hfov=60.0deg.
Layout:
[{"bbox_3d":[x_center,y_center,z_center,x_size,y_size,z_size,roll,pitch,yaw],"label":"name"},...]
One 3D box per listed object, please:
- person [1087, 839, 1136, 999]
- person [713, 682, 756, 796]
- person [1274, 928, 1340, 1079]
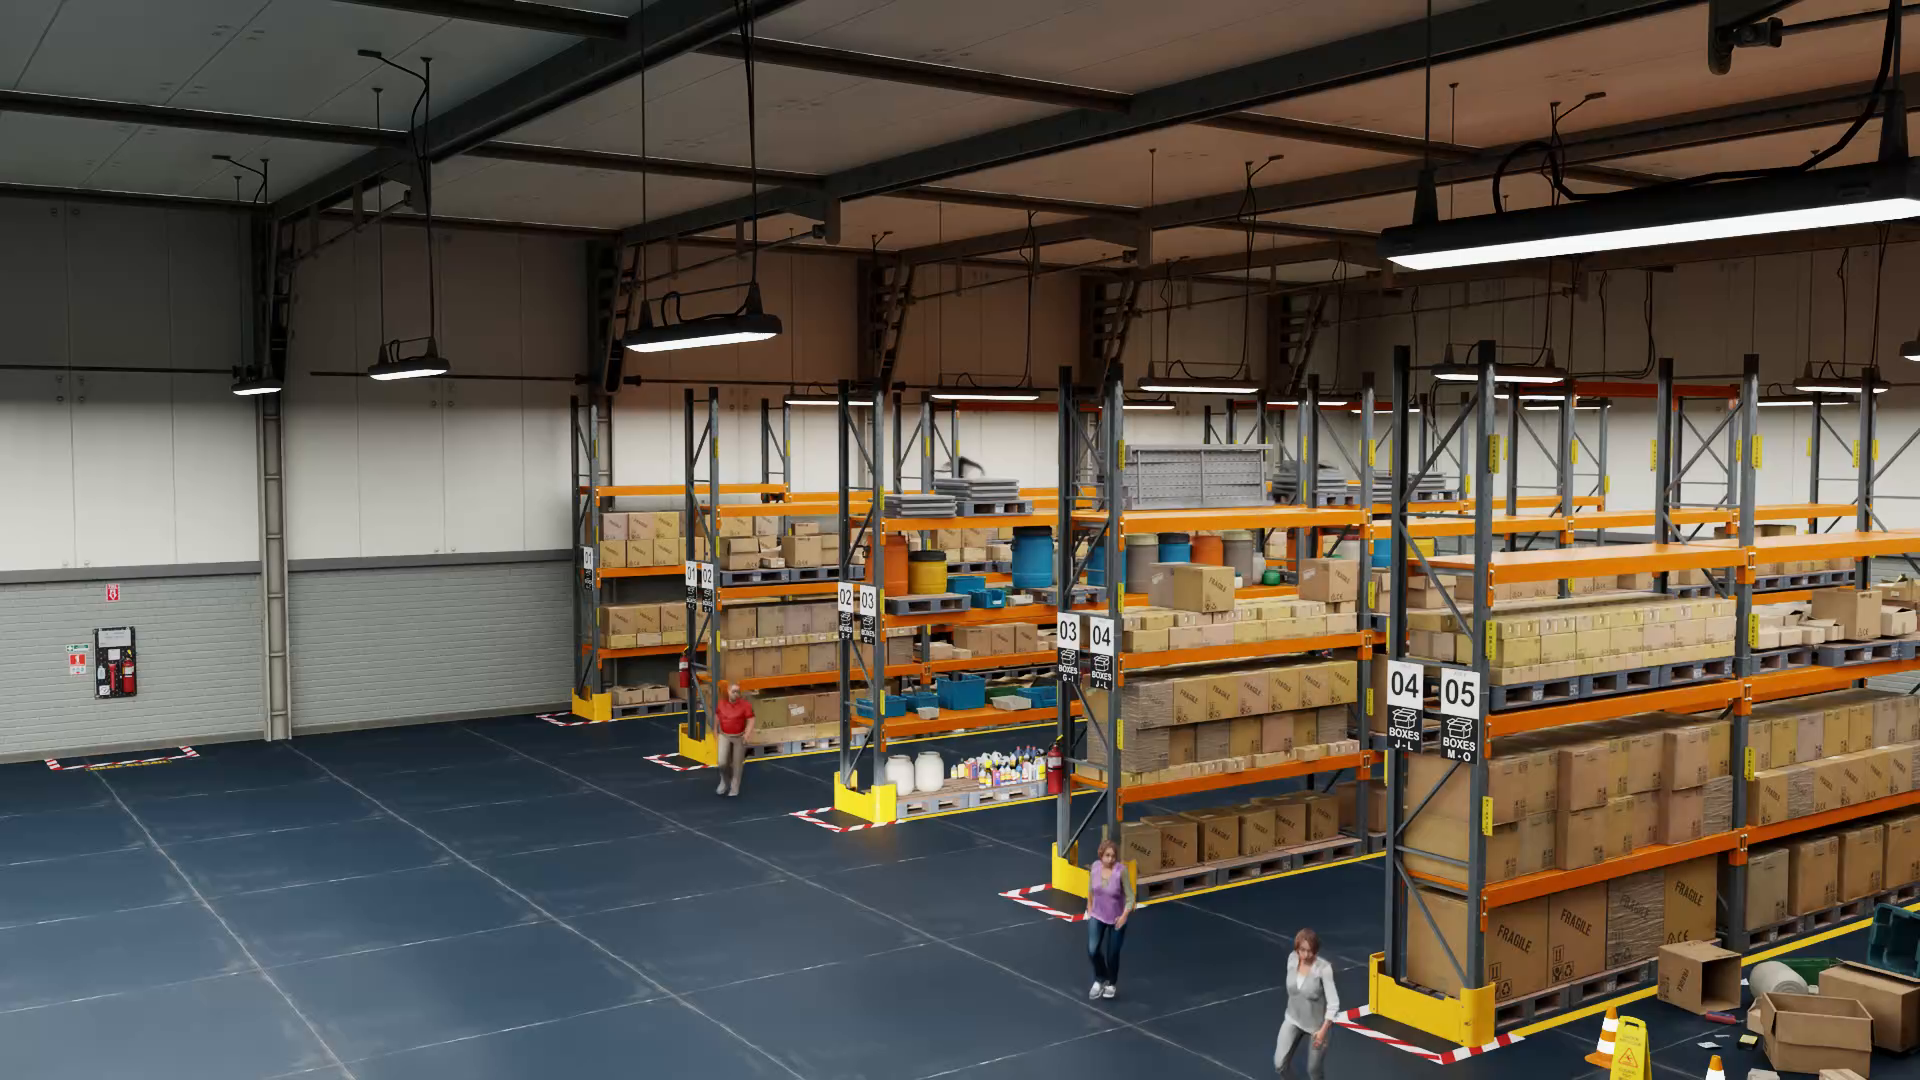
[{"bbox_3d":[1.355,3.523,15.135,0.520,1.427,0.774,1,4,16],"label":"person"},{"bbox_3d":[-3.265,2.881,23.958,0.654,1.692,0.806,0,3,-3],"label":"person"},{"bbox_3d":[2.628,3.632,12.441,0.504,1.536,0.732,2,4,31],"label":"person"}]
